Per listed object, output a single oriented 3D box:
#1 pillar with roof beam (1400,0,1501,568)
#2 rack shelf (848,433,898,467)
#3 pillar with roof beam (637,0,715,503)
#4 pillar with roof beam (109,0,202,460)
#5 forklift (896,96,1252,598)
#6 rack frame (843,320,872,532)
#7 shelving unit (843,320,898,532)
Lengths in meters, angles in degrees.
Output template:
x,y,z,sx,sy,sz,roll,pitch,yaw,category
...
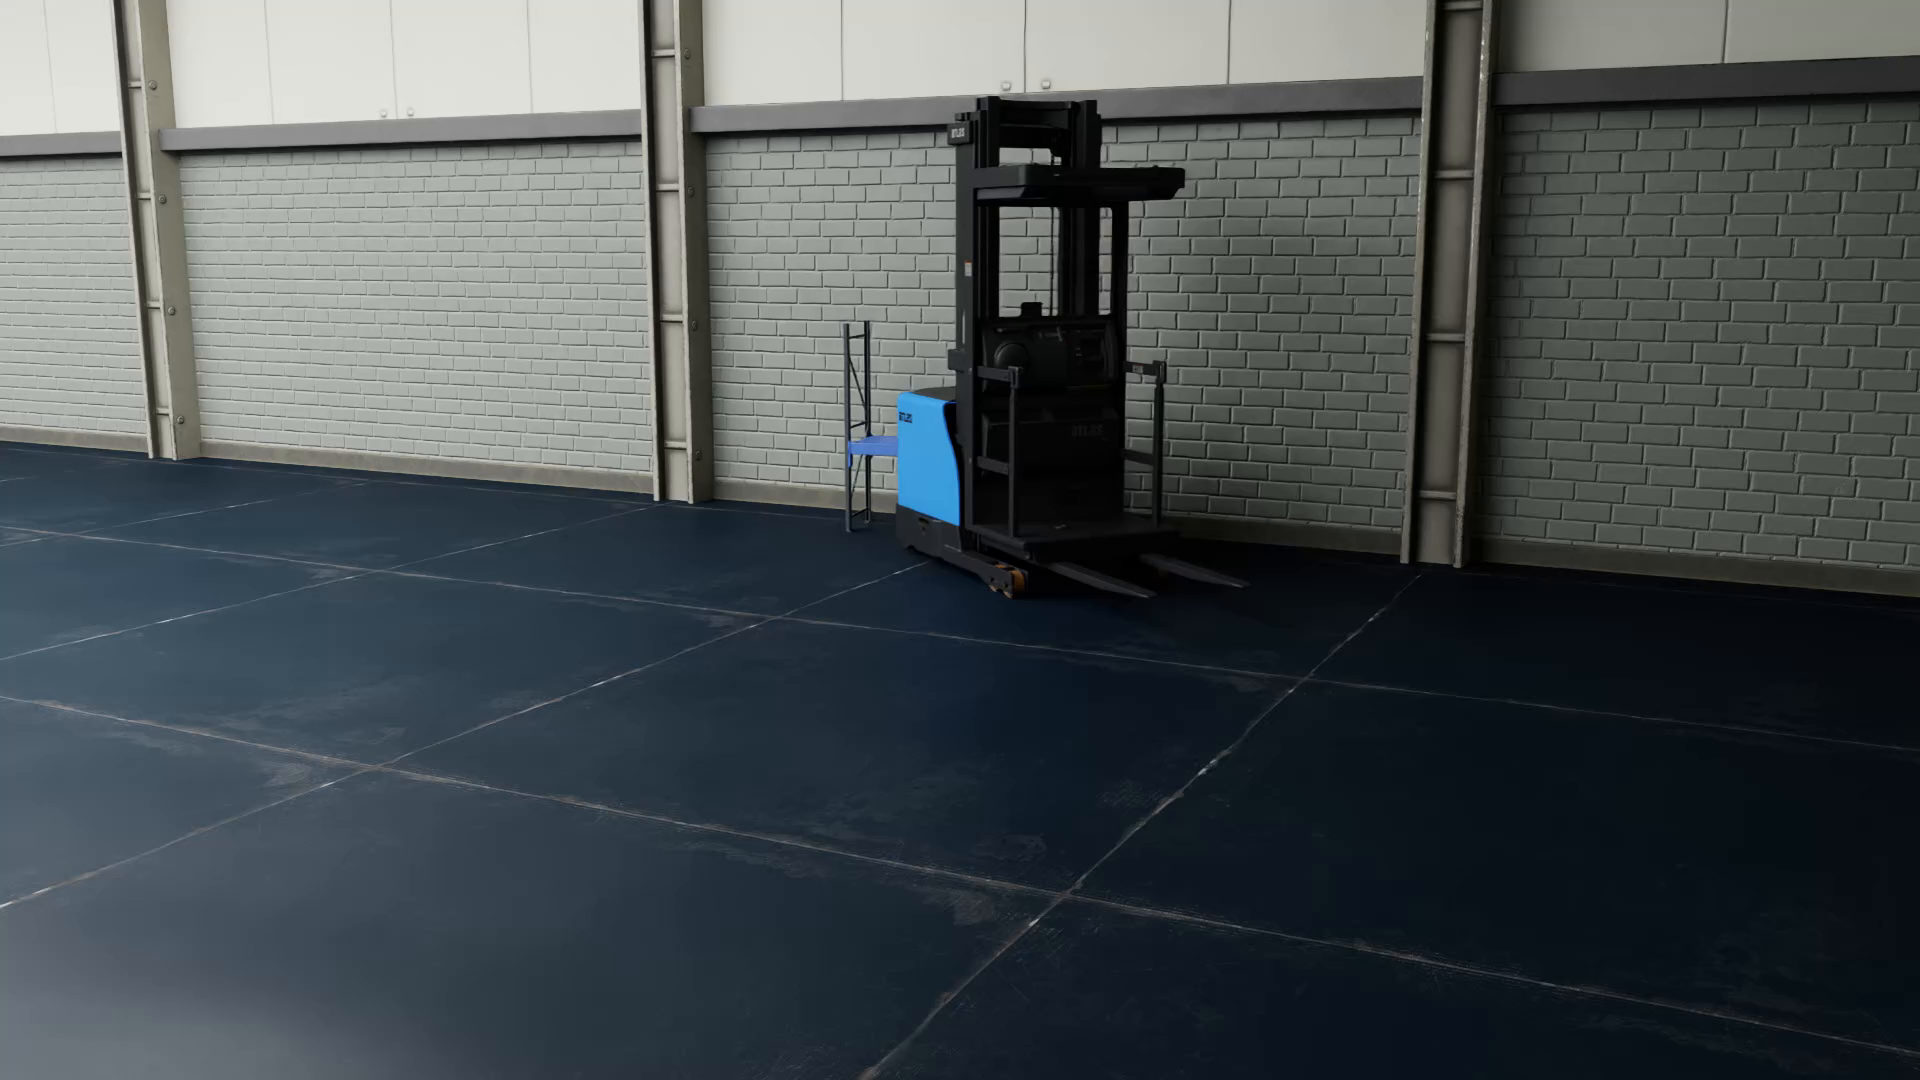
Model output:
x,y,z,sx,sy,sz,roll,pitch,yaw,category
1.228,-3.601,6.359,0.400,9.000,9.100,5,11,26,pillar with roof beam
-0.256,-0.637,12.048,1.000,0.185,0.538,3,11,15,rack shelf
-4.153,-4.074,8.971,0.400,9.000,9.100,5,11,26,pillar with roof beam
-9.534,-4.547,11.583,0.400,9.000,9.100,5,11,26,pillar with roof beam
0.649,-1.189,10.071,1.130,2.935,3.031,-5,11,-25,forklift
-0.746,-0.838,12.149,0.032,1.500,0.500,3,11,15,rack frame
-0.256,-0.814,12.016,1.048,1.500,0.538,3,11,15,shelving unit
